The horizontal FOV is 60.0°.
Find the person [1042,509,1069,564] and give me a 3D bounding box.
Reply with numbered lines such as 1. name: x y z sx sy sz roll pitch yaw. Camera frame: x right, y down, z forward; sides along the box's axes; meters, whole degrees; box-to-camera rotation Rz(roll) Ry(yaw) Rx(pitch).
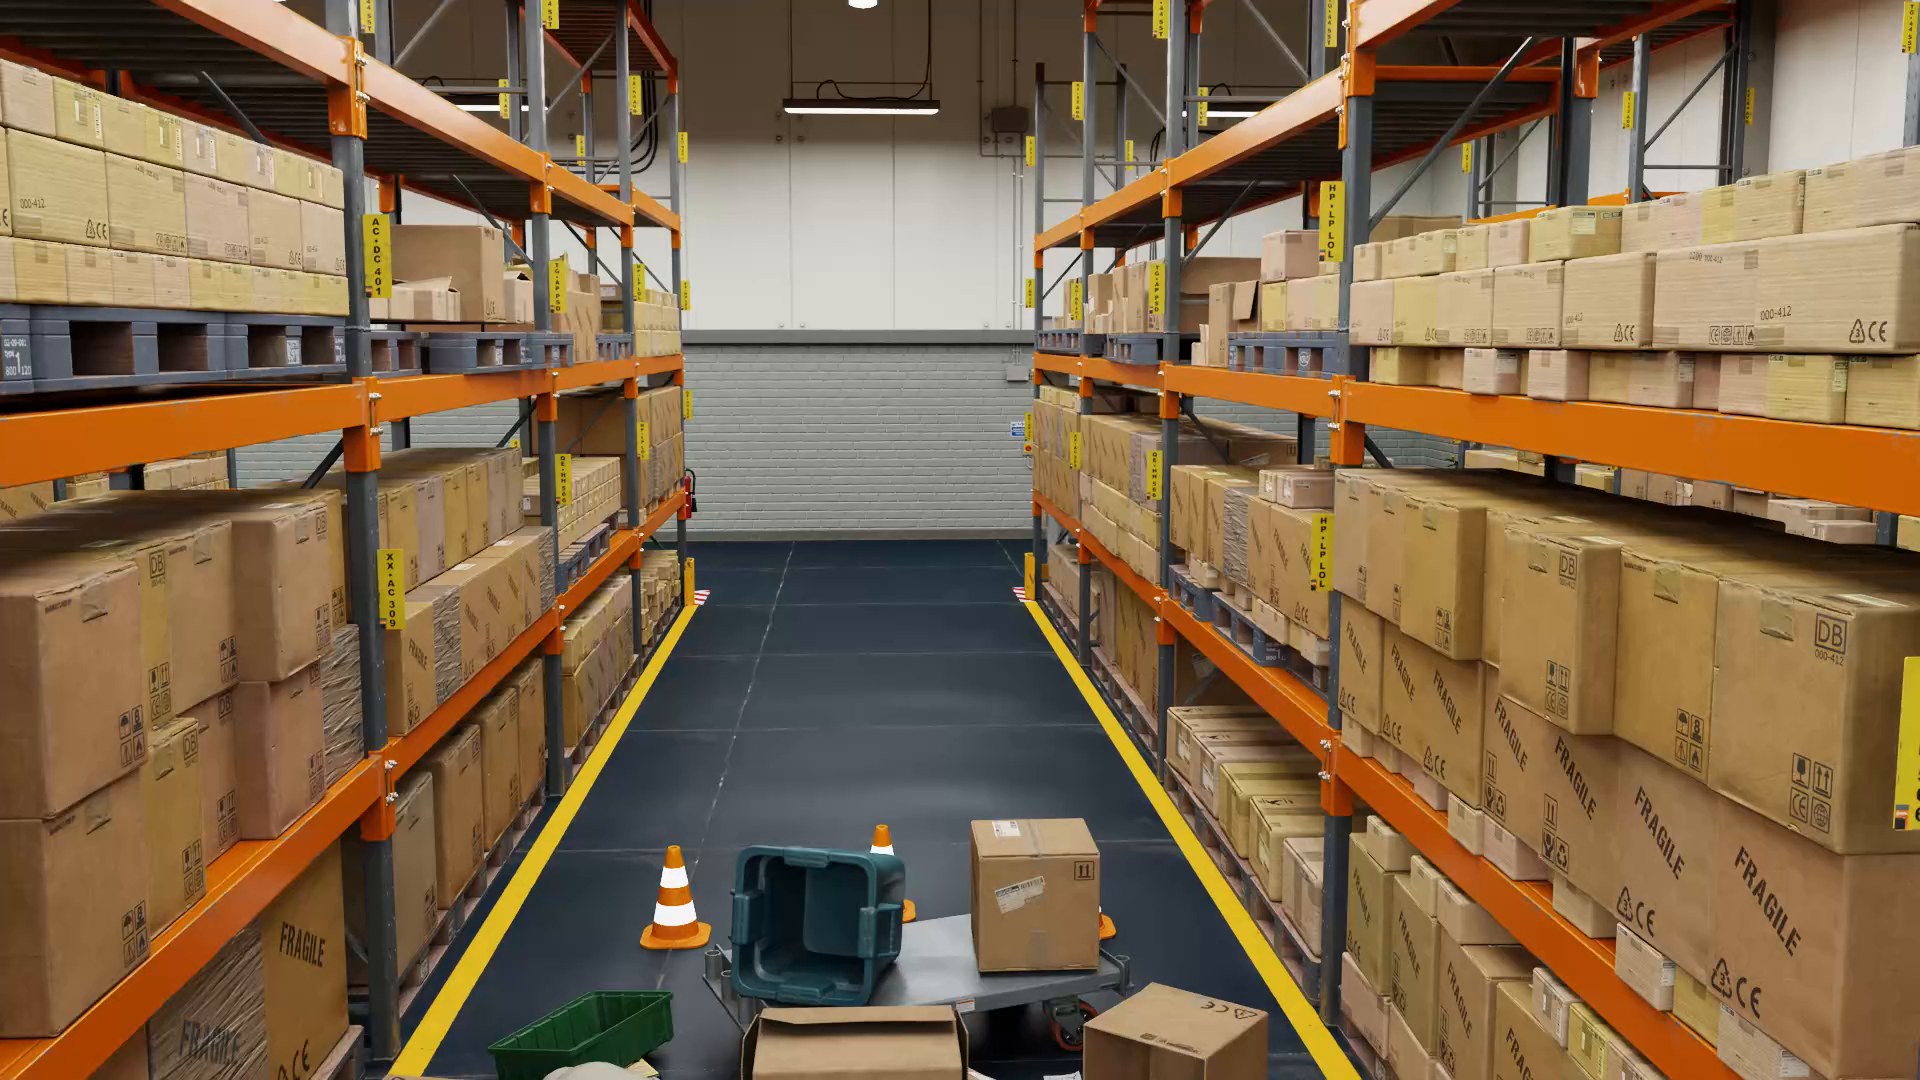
1. person: 1.210 -0.327 20.365 0.373 1.672 0.489 6 9 39
